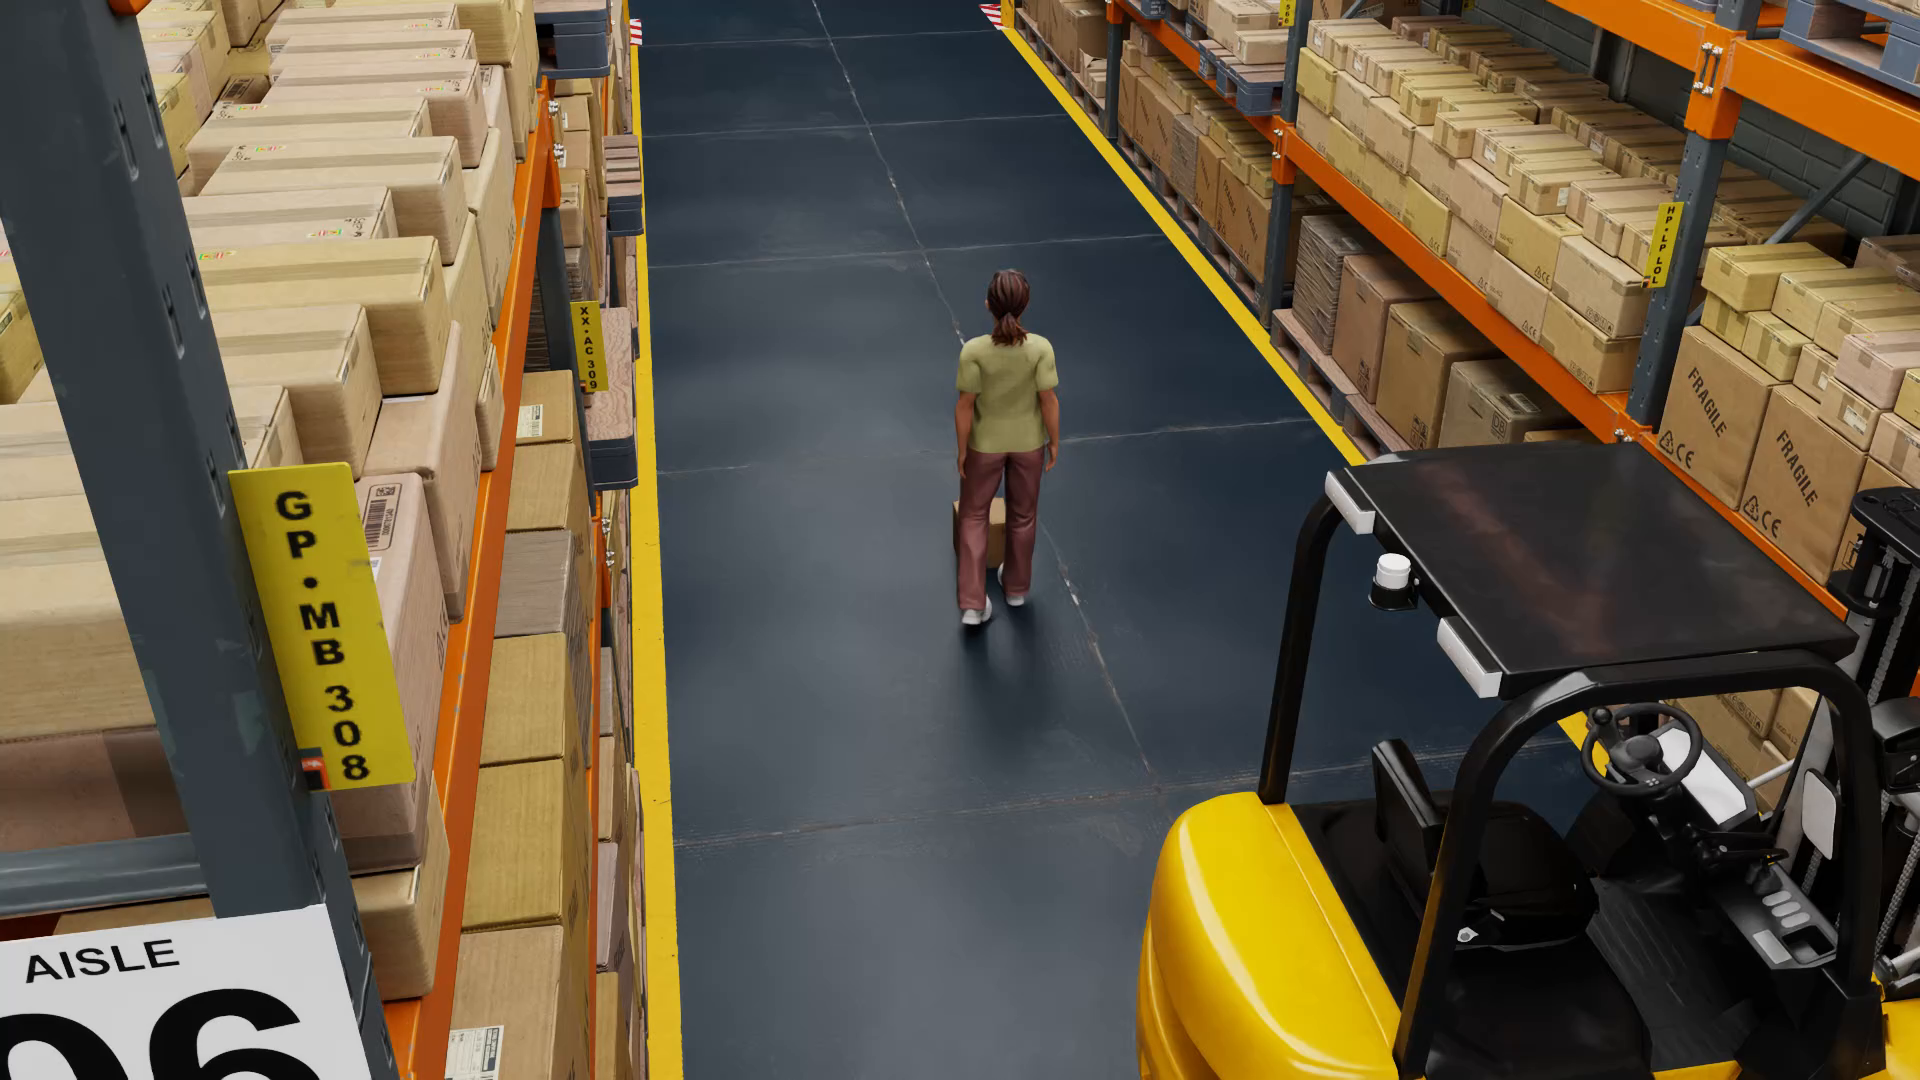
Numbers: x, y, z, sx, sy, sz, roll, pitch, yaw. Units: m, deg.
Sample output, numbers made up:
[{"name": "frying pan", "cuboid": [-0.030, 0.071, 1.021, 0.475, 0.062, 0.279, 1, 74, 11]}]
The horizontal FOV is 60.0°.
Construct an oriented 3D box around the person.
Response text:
[{"name": "person", "cuboid": [0.200, -0.410, 7.314, 0.462, 1.672, 0.571, -2, 31, -3]}]
